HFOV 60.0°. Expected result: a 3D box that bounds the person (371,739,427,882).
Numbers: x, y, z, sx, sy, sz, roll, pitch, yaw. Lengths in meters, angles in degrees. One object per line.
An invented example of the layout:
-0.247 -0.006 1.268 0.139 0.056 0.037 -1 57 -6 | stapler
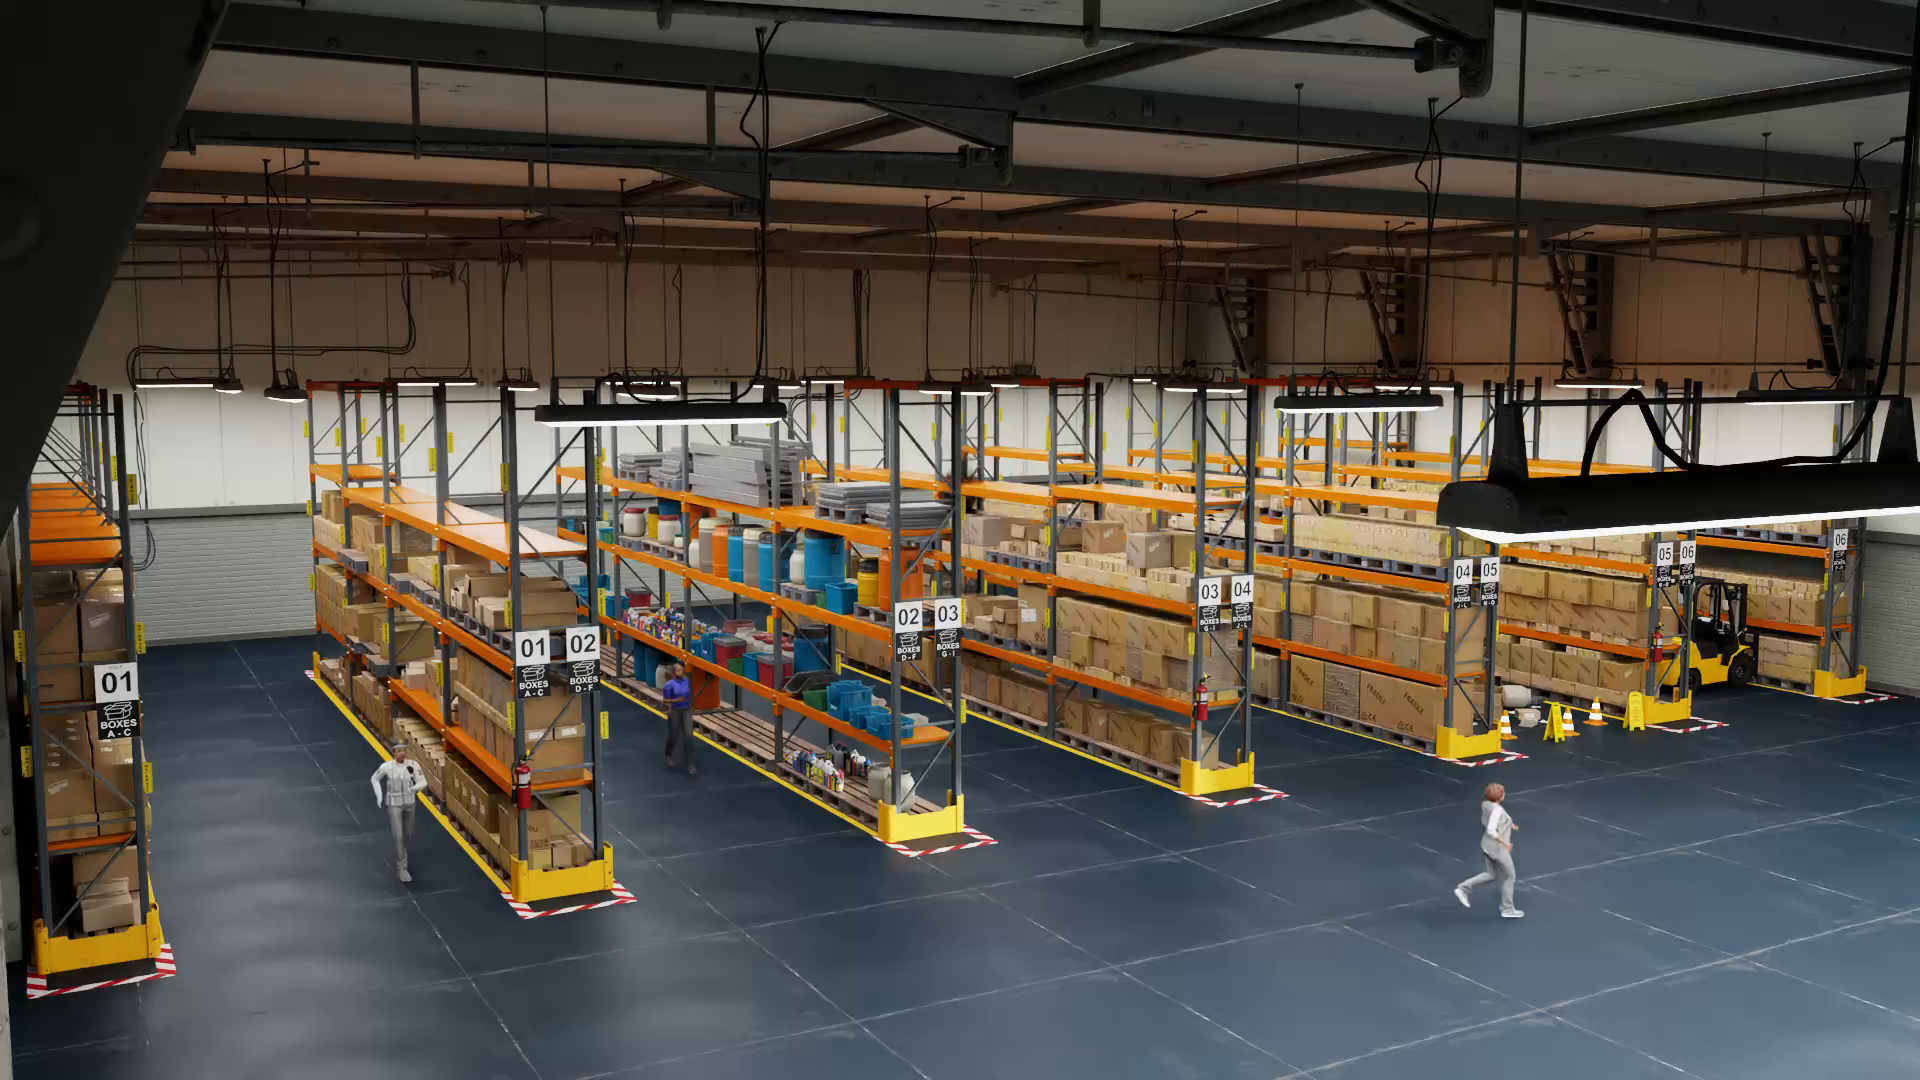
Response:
-6.909 3.278 20.560 0.613 1.690 0.920 -4 7 -30 | person

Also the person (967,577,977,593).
0.231 0.963 42.250 0.901 1.744 0.704 1 6 14 | person

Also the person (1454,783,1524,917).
6.067 3.535 18.943 0.805 1.568 0.548 -1 6 -6 | person

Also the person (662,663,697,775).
-4.355 2.749 25.801 0.570 1.666 0.850 -4 7 -33 | person
